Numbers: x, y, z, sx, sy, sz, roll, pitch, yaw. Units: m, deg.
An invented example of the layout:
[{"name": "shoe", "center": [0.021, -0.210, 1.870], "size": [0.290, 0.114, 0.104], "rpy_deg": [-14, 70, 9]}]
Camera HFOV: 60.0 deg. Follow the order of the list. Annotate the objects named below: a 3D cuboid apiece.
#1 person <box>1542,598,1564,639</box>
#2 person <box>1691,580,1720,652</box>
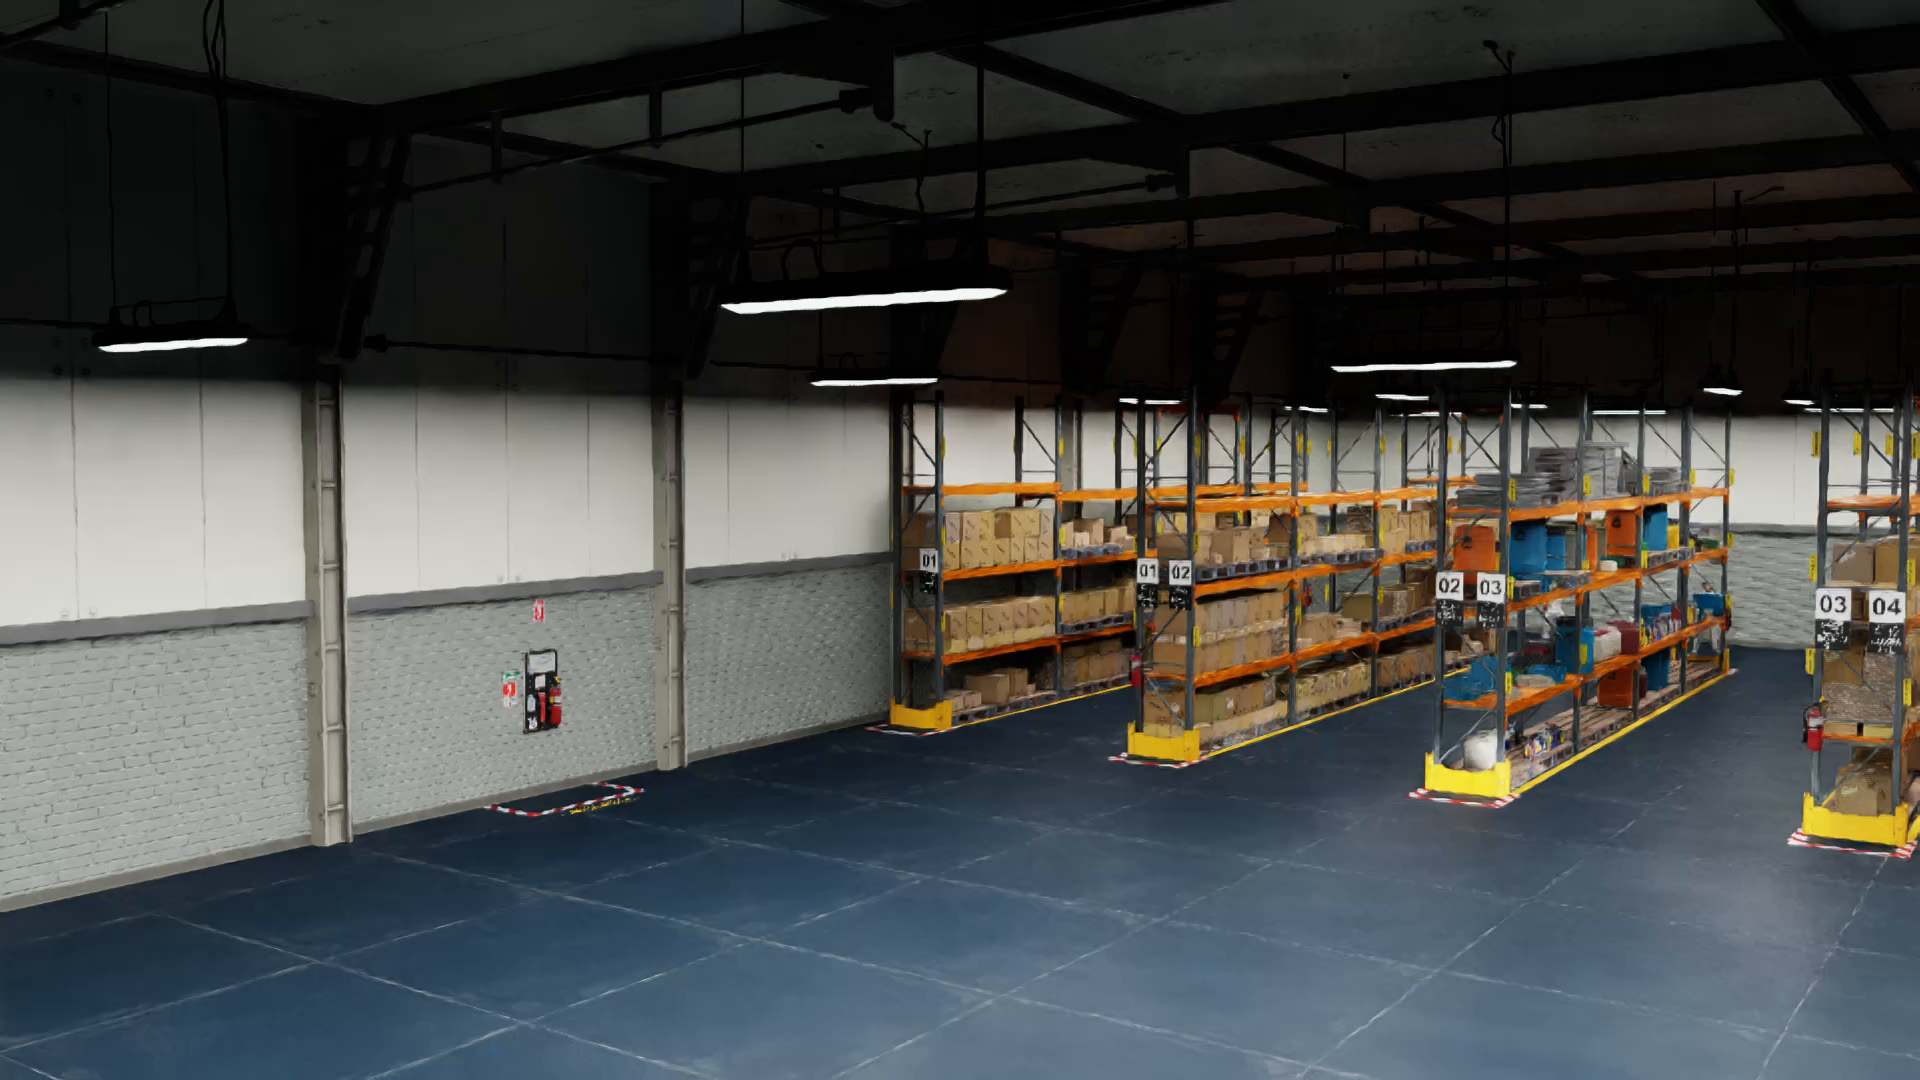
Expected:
[{"name": "person", "center": [14.613, 1.801, 40.805], "size": [0.722, 1.781, 0.565], "rpy_deg": [-1, 3, -16]}, {"name": "person", "center": [18.124, 1.845, 40.288], "size": [0.748, 1.757, 0.551], "rpy_deg": [-1, 3, -22]}]
